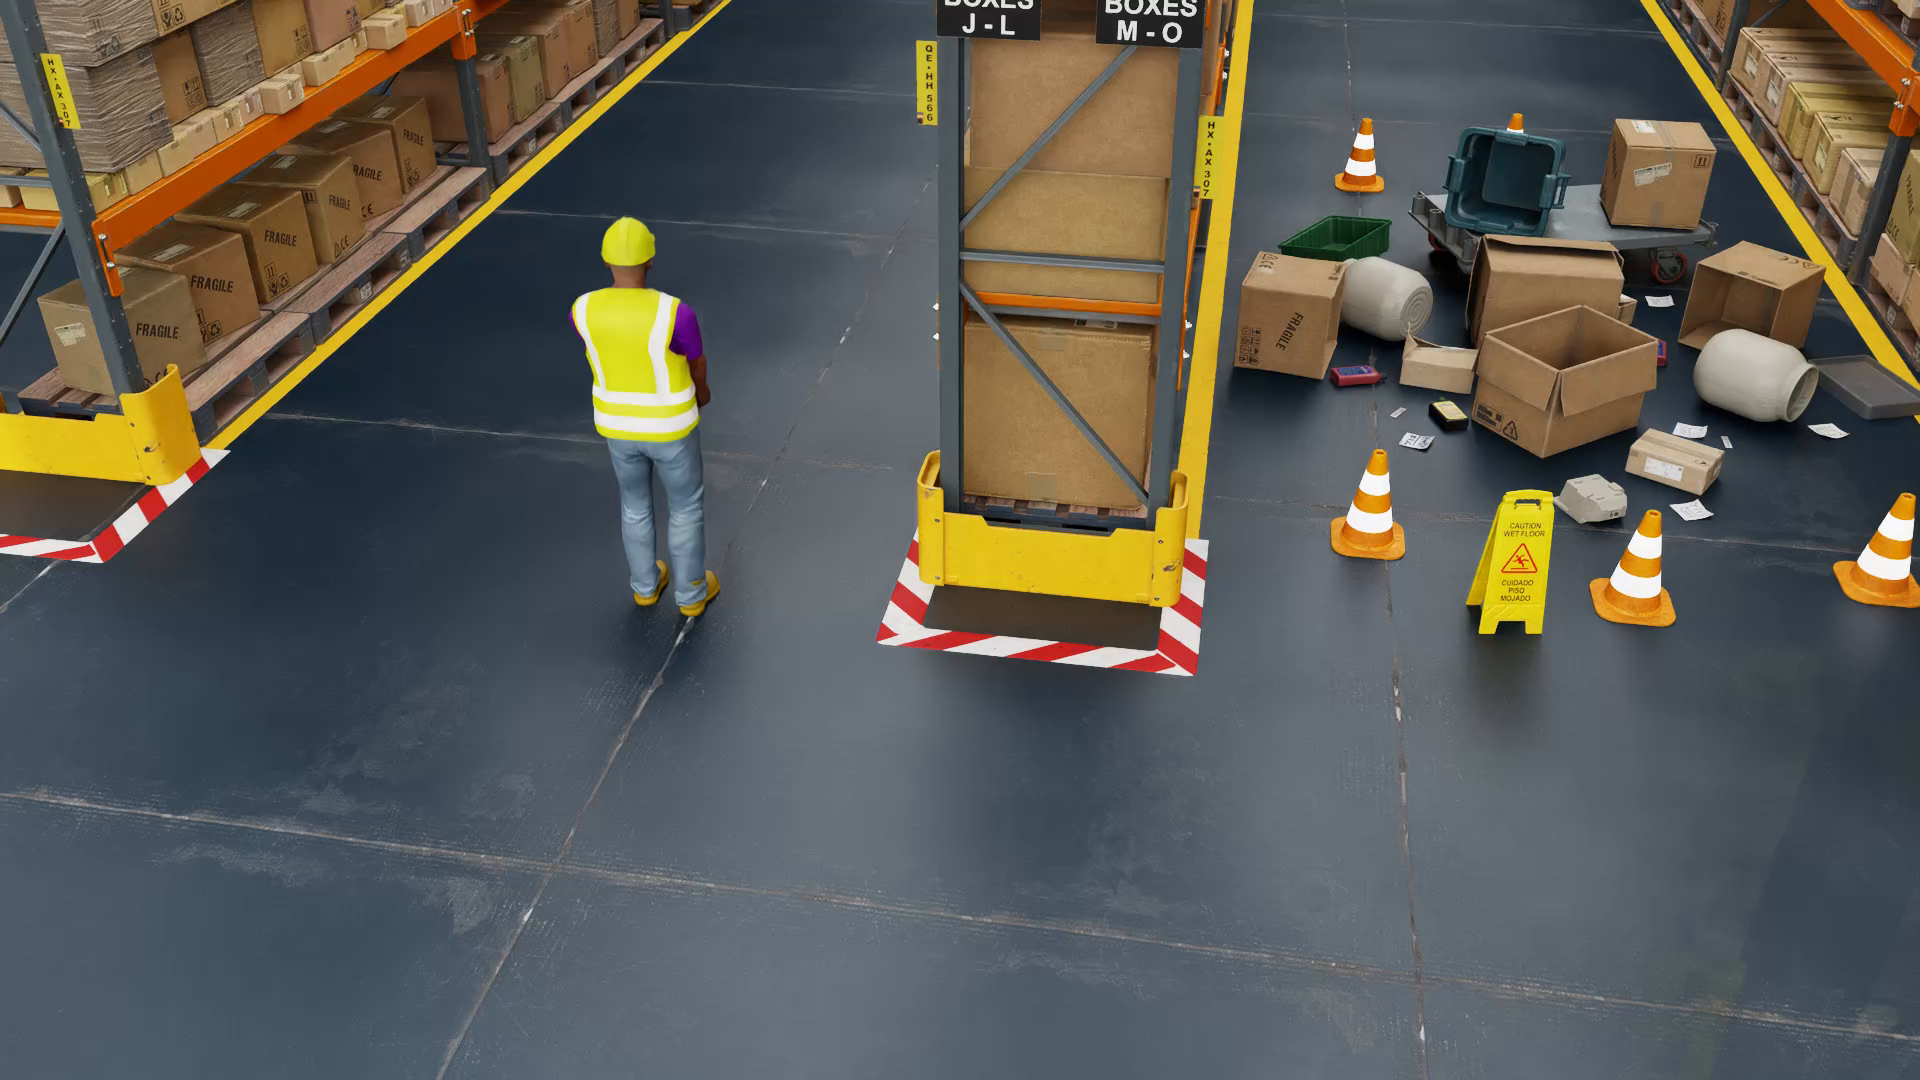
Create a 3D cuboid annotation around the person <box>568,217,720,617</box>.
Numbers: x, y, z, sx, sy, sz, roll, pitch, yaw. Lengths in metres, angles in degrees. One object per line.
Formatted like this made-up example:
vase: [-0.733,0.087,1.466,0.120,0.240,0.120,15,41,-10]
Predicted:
person: [-1.282,-0.530,6.959,0.505,1.762,0.566,5,33,7]
